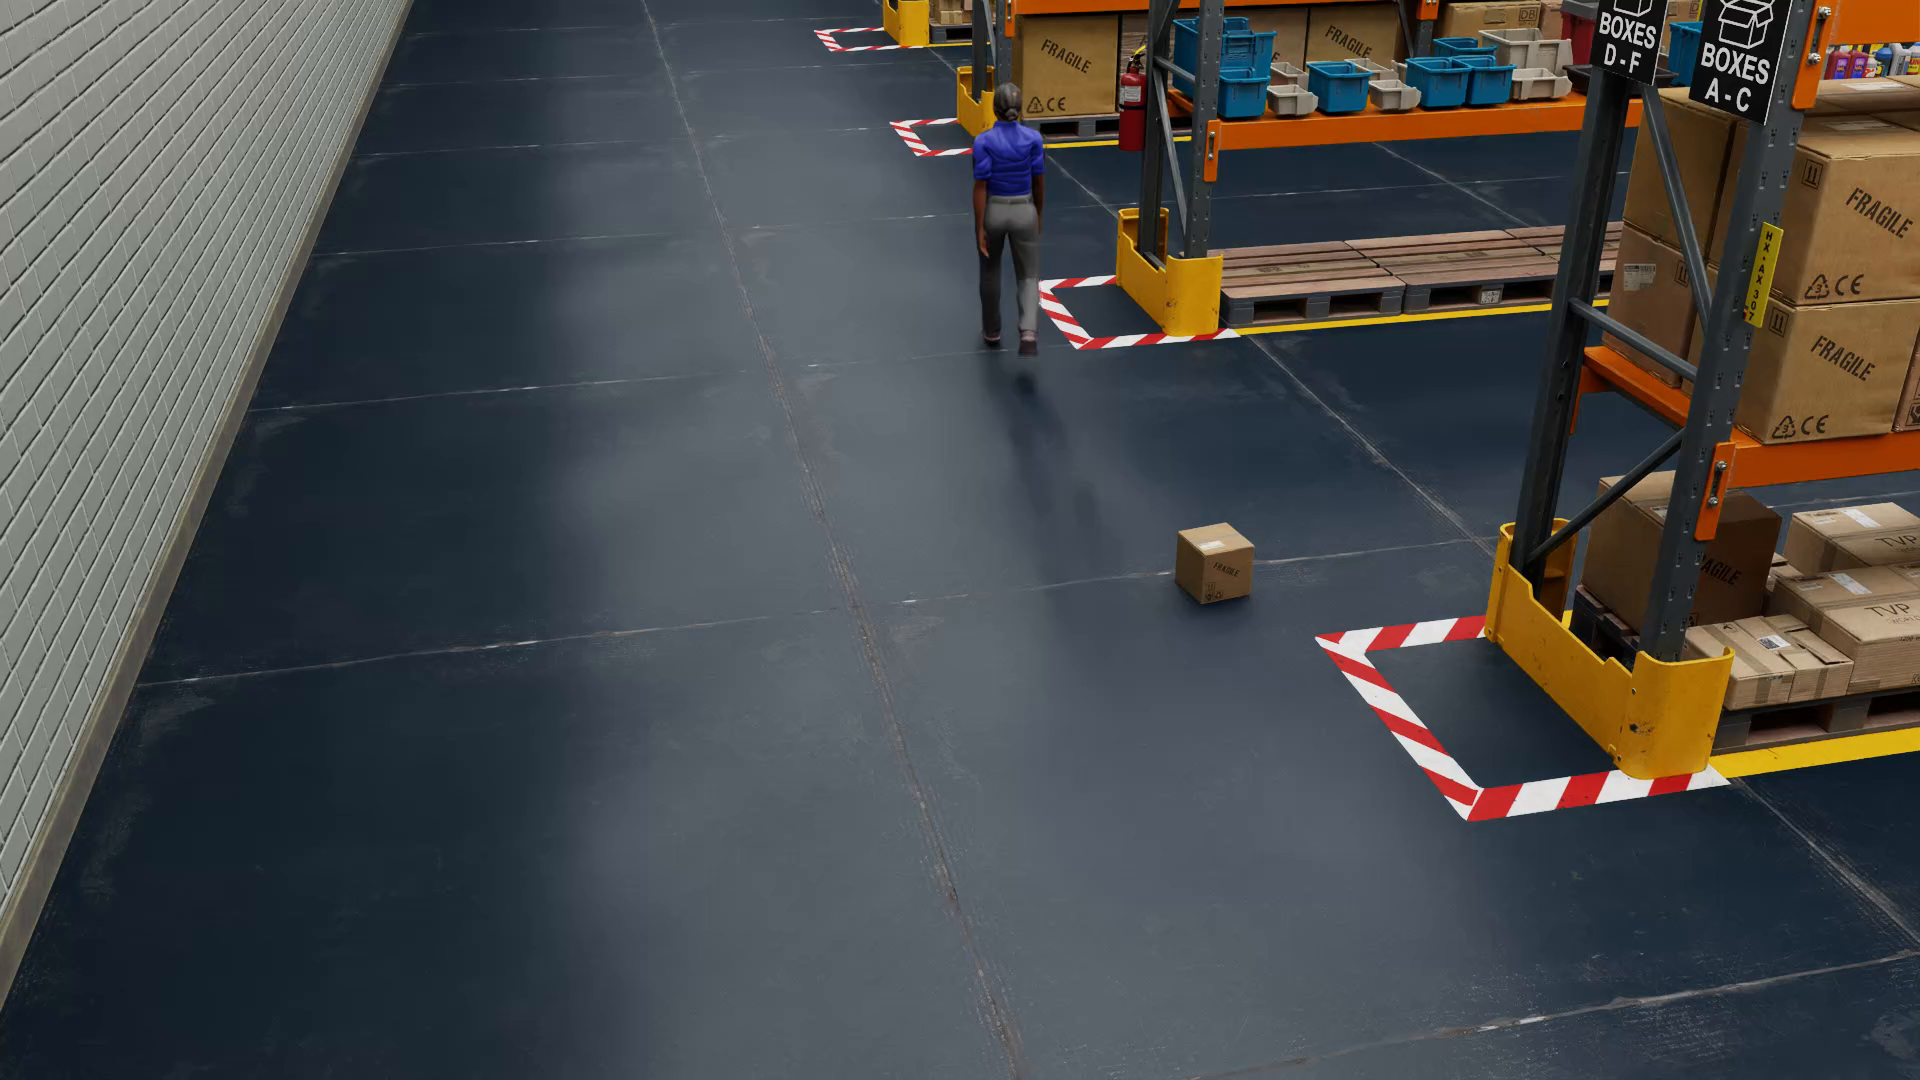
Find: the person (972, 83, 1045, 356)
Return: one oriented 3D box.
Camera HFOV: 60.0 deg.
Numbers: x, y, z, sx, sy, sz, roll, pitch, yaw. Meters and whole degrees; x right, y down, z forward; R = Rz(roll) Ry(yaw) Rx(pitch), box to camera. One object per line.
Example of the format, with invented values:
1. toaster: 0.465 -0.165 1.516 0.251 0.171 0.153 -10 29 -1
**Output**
1. person: 0.285 -1.875 9.793 0.438 1.611 0.888 -1 27 -3
